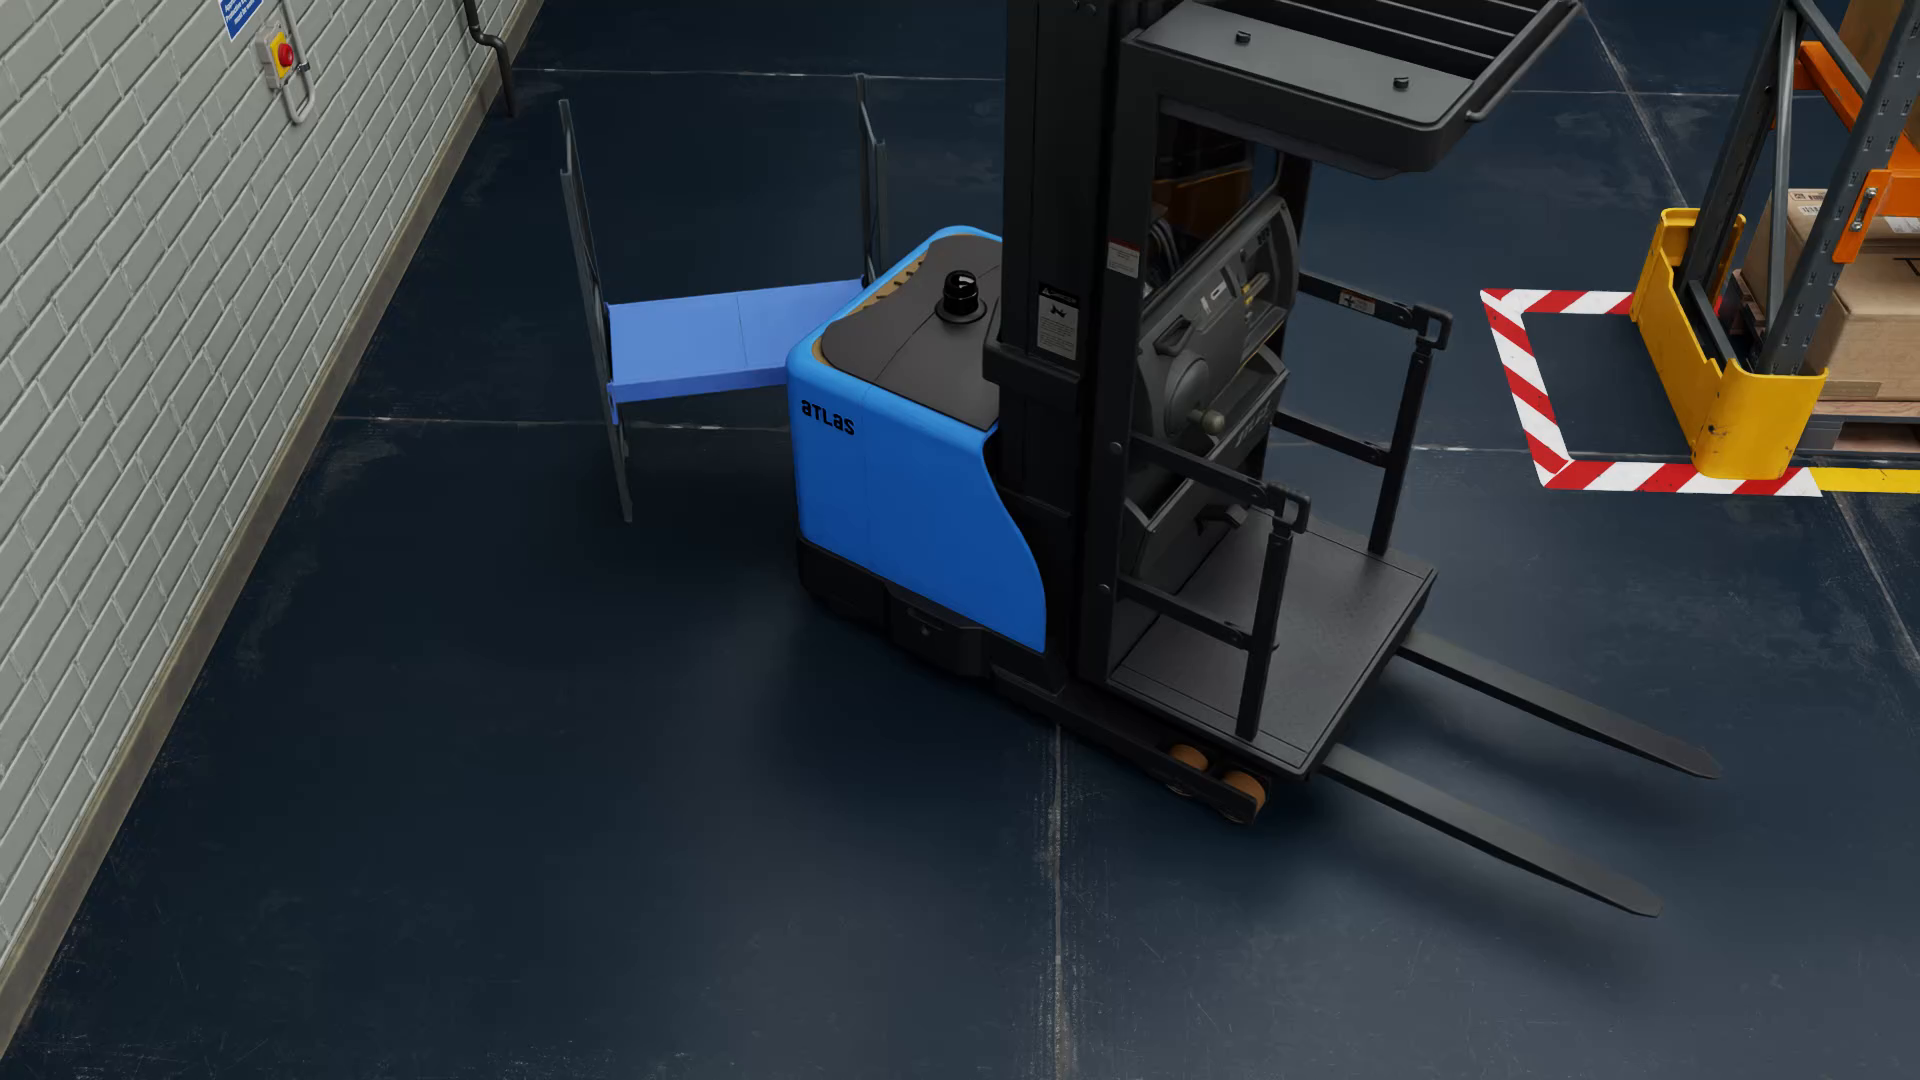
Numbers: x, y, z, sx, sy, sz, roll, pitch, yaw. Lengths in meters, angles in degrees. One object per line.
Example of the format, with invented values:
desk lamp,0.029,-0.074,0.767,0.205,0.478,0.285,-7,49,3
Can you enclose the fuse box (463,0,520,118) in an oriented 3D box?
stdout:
fuse box,-2.277,-2.843,8.047,0.414,1.711,0.539,2,43,2

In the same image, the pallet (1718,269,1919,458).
pallet,3.919,-0.740,6.889,1.213,0.211,1.003,2,43,2

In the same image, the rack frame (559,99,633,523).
rack frame,-1.304,-0.783,5.991,0.032,1.500,0.500,-7,43,-8

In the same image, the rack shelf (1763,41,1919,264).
rack shelf,5.115,-1.407,6.087,4.000,0.370,1.077,2,43,2

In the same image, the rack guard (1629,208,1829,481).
rack guard,3.093,-0.818,6.761,0.348,0.500,1.175,2,43,2

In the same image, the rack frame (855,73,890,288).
rack frame,-0.305,-0.910,6.127,0.032,1.500,0.500,-7,43,-8

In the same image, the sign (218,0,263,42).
sign,-2.581,-1.957,5.951,0.001,0.218,0.327,2,43,2

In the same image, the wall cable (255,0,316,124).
wall cable,-2.517,-2.272,5.720,0.123,1.953,0.585,2,43,2

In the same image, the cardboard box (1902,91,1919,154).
cardboard box,3.583,-1.558,5.648,0.500,0.500,0.500,1,43,2

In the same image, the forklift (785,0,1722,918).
forklift,0.928,-0.592,4.736,3.031,2.935,1.130,25,48,24

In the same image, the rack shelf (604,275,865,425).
rack shelf,-0.804,-0.715,6.181,1.000,0.185,0.538,-7,43,-8

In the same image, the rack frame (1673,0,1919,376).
rack frame,3.117,-1.732,5.908,0.127,3.000,1.000,2,43,2

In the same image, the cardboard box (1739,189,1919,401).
cardboard box,3.780,-0.996,6.690,0.875,0.438,0.875,0,43,0

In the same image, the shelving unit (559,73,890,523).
shelving unit,-0.804,-0.847,6.059,1.048,1.500,0.538,-7,43,-8

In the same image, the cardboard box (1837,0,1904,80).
cardboard box,3.610,-1.934,6.052,0.500,0.500,0.500,2,43,2
